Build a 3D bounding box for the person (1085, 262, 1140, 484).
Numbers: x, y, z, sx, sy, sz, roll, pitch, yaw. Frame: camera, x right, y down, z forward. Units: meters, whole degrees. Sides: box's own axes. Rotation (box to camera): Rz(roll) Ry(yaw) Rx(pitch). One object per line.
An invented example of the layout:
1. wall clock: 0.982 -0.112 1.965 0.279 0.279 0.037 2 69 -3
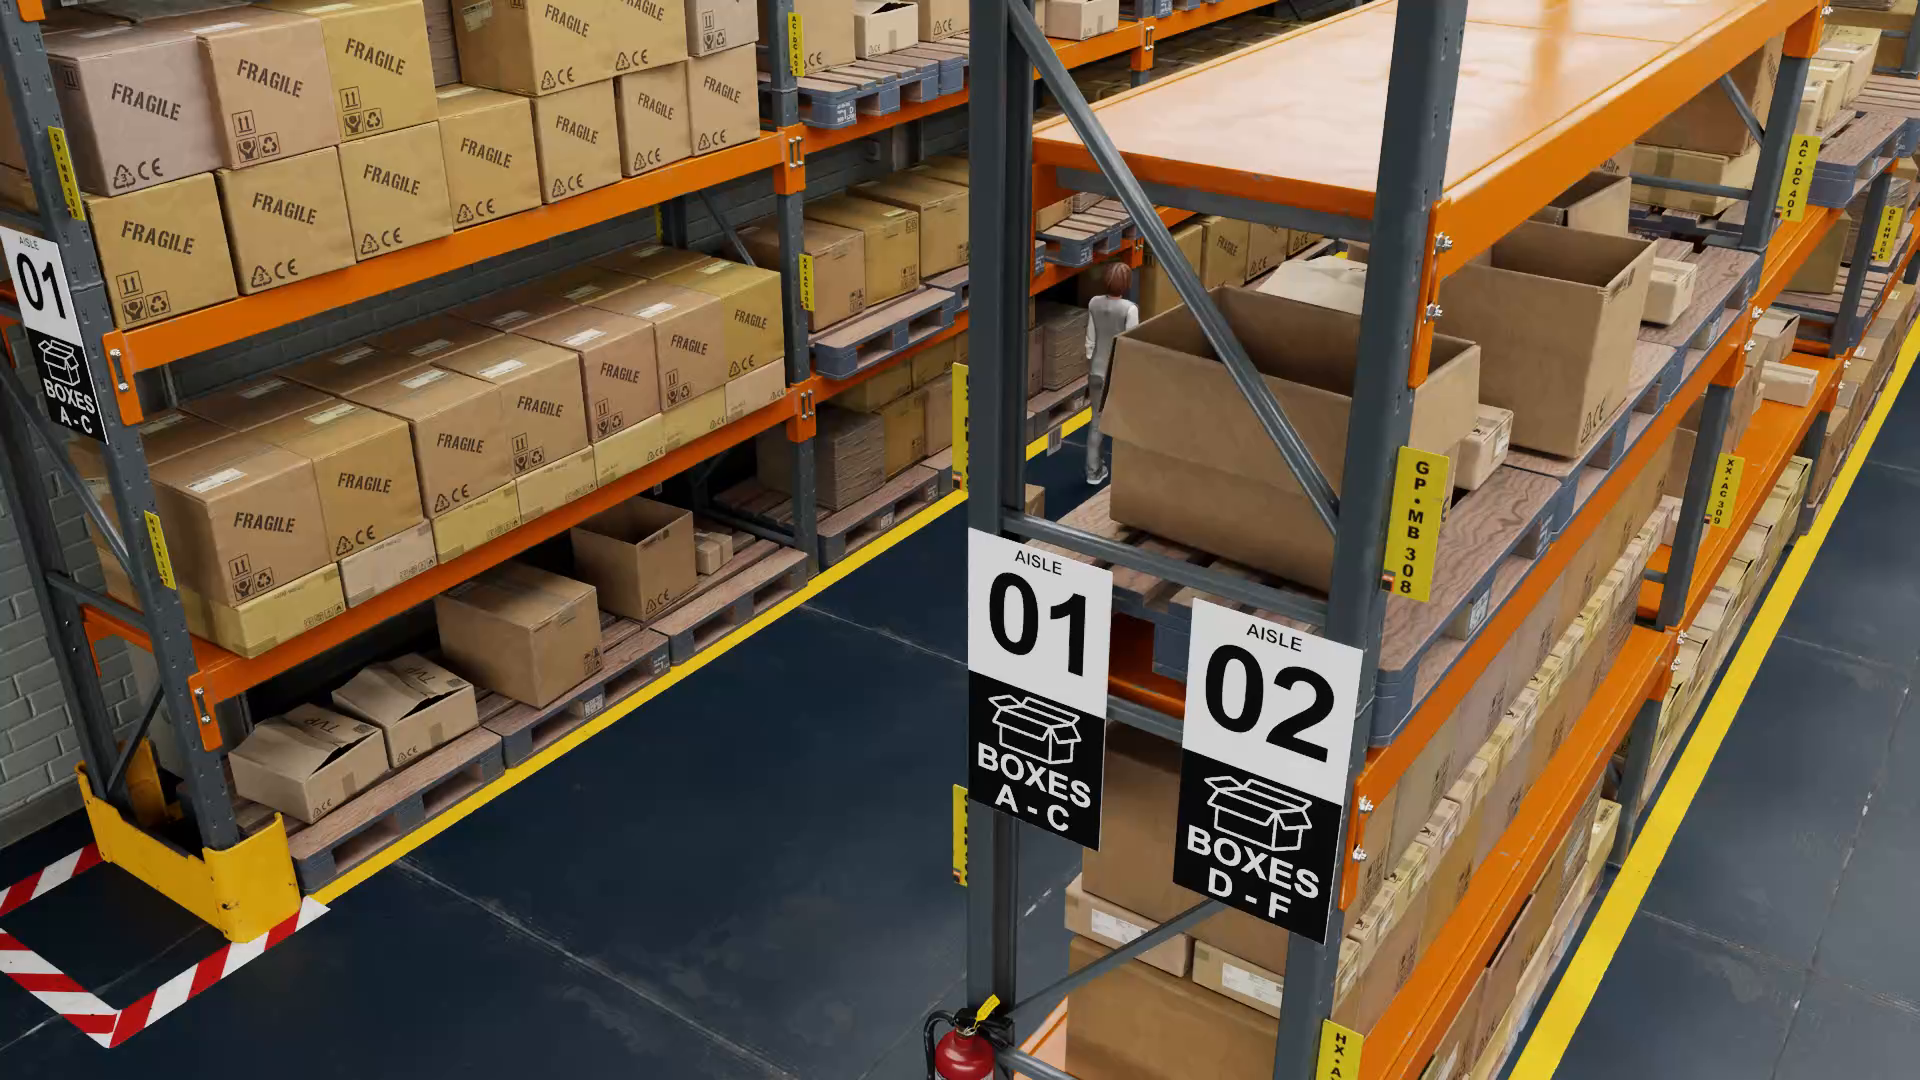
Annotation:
1. person: 1.045 -1.114 11.277 0.408 1.604 0.312 17 32 29
